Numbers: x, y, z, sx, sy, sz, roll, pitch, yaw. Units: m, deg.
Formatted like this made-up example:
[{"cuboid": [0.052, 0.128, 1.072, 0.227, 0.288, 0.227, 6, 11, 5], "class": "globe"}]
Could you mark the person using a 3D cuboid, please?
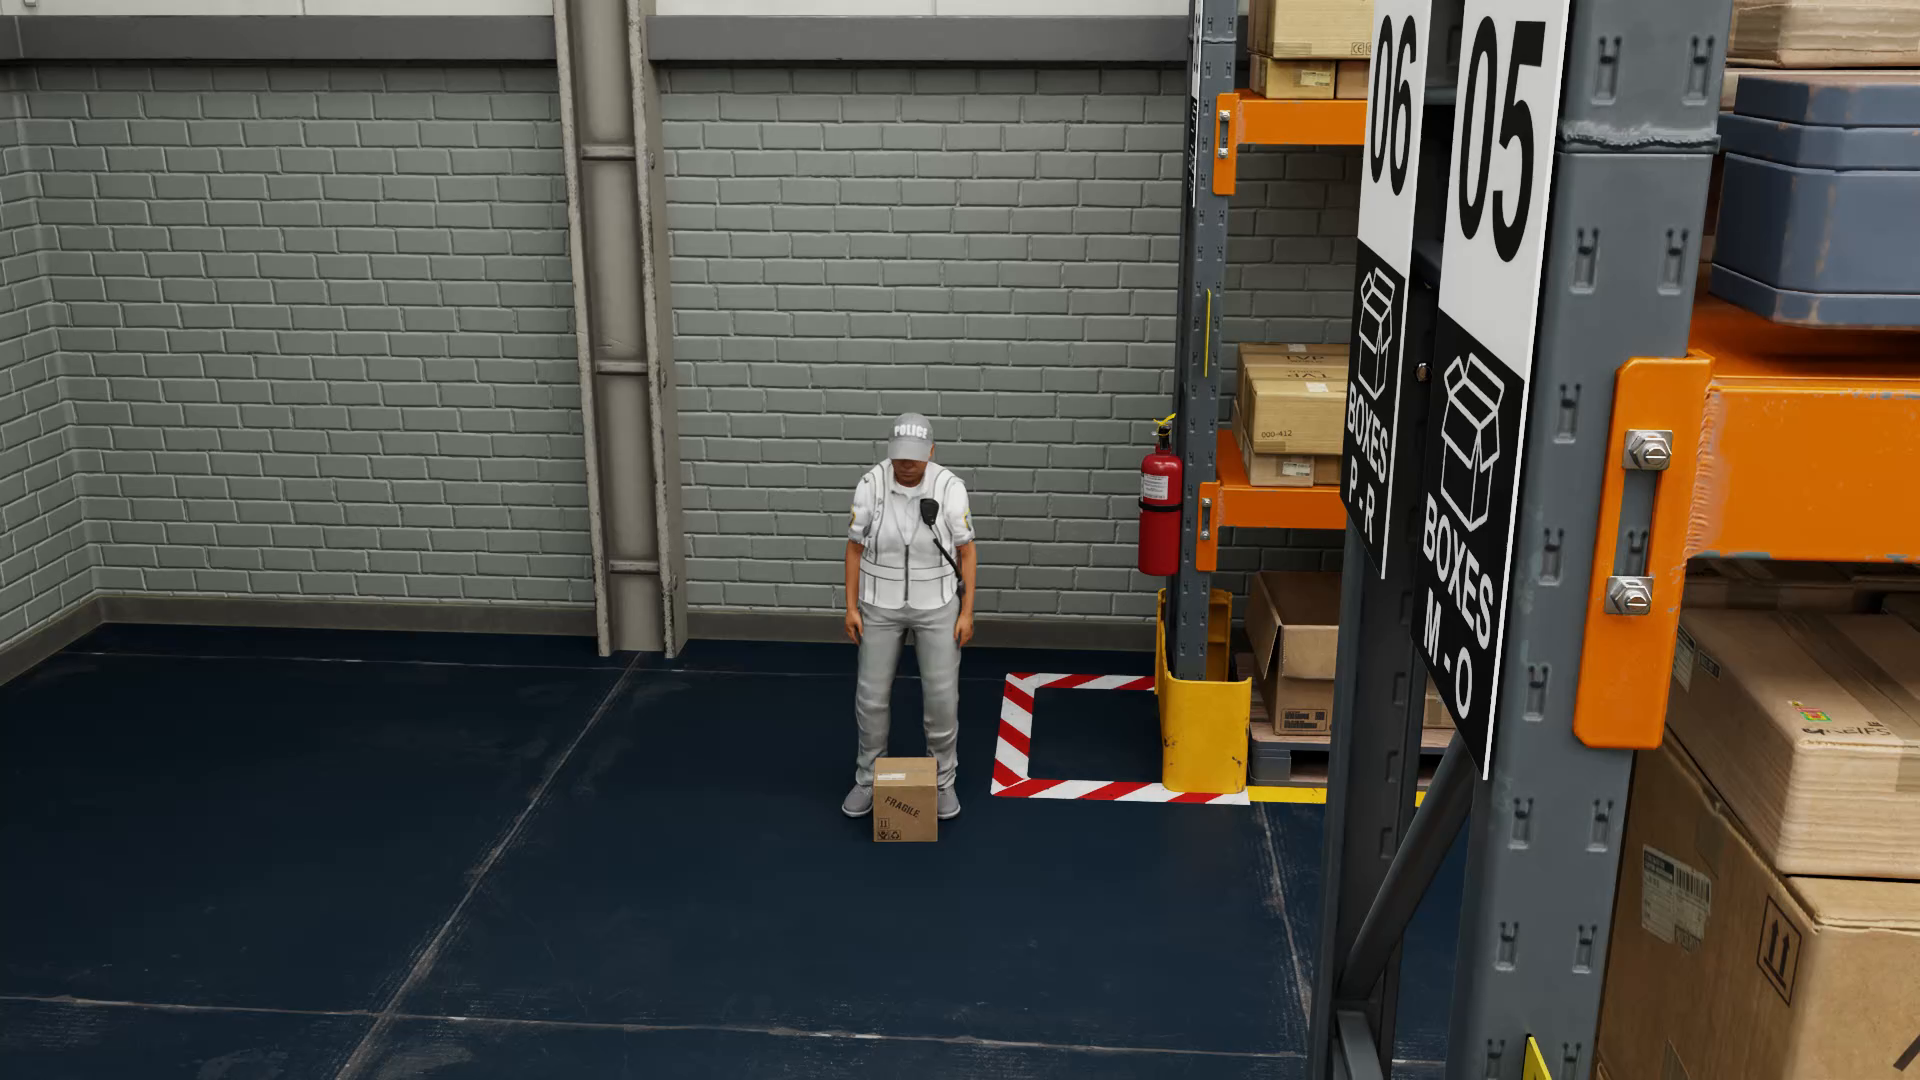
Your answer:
[{"cuboid": [-0.207, 0.293, 6.618, 0.540, 1.667, 0.466, 1, 18, 4], "class": "person"}]
